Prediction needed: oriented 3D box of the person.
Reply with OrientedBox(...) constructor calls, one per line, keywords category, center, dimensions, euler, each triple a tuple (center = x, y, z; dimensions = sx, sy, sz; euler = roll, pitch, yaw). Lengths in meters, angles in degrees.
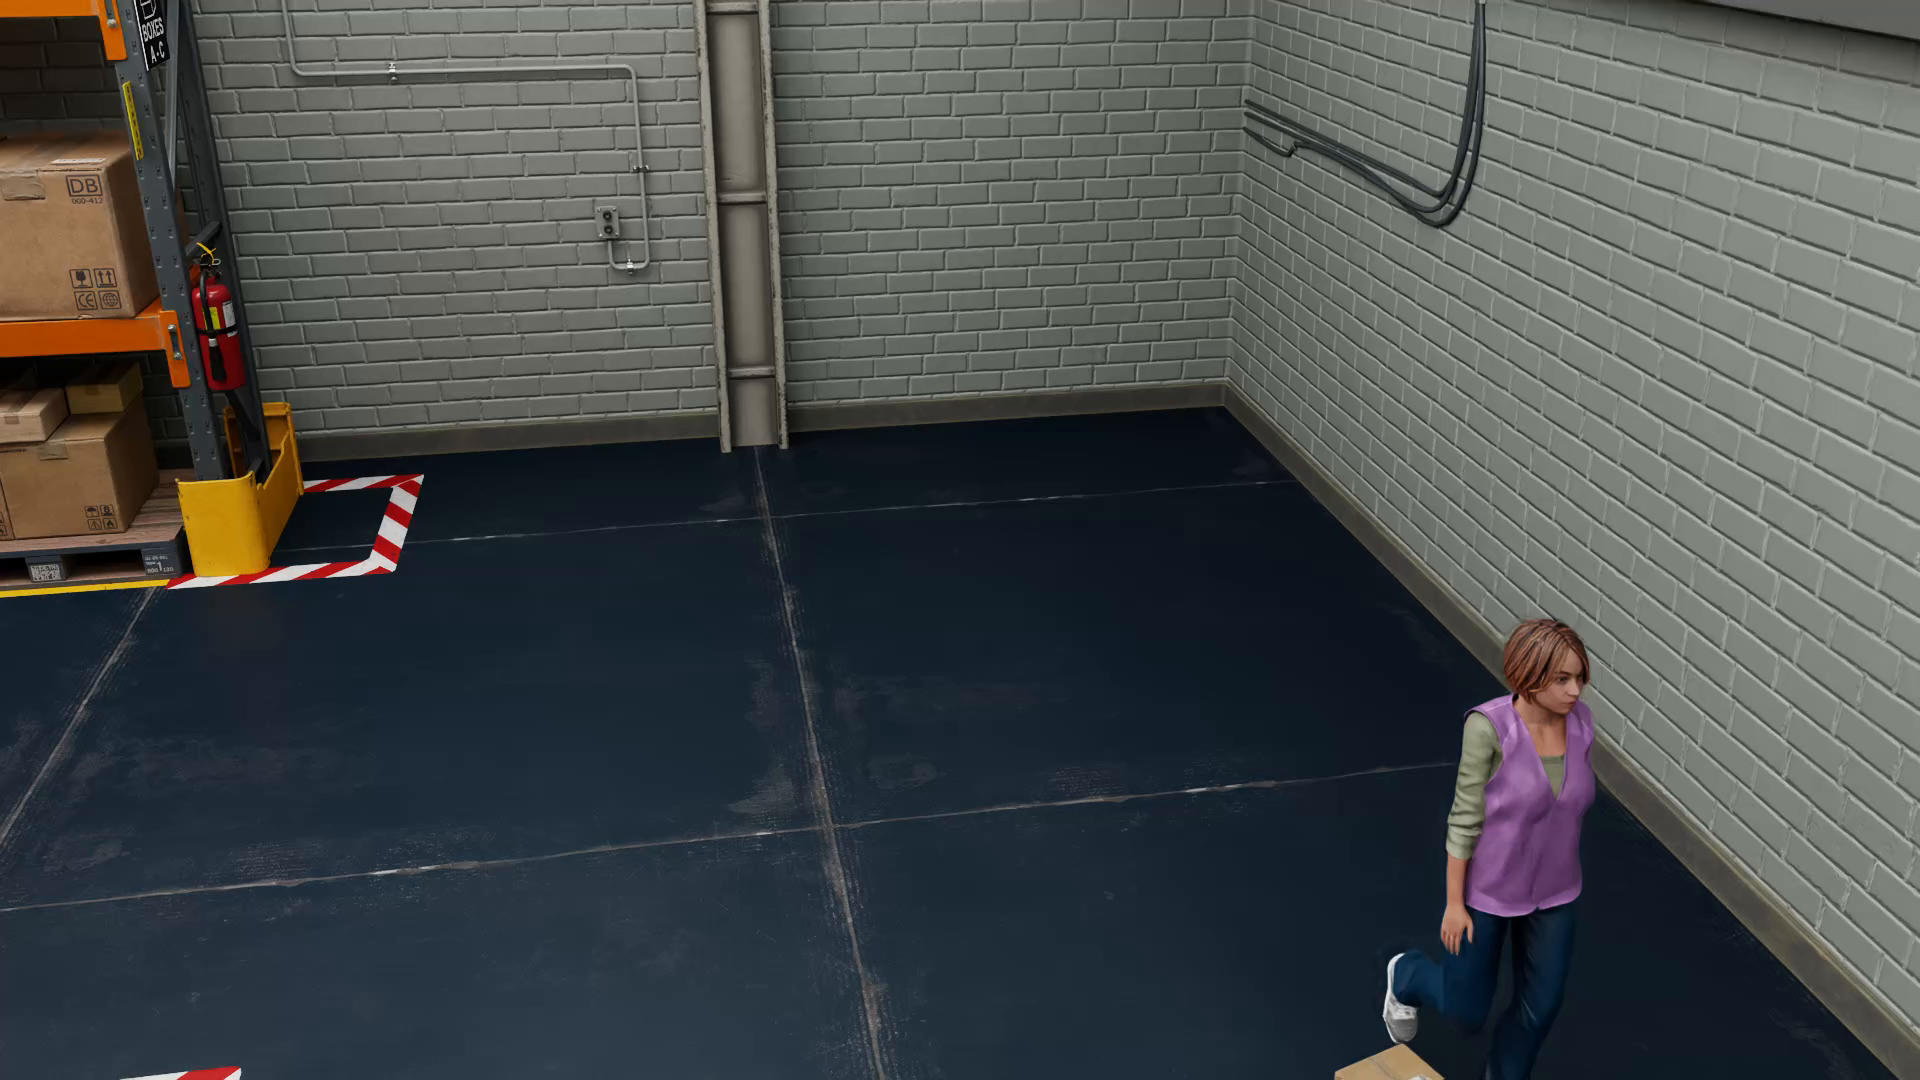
OrientedBox(category="person", center=(1.454, 0.912, 4.481), dimensions=(0.421, 1.581, 0.646), euler=(-5, 24, -10))
